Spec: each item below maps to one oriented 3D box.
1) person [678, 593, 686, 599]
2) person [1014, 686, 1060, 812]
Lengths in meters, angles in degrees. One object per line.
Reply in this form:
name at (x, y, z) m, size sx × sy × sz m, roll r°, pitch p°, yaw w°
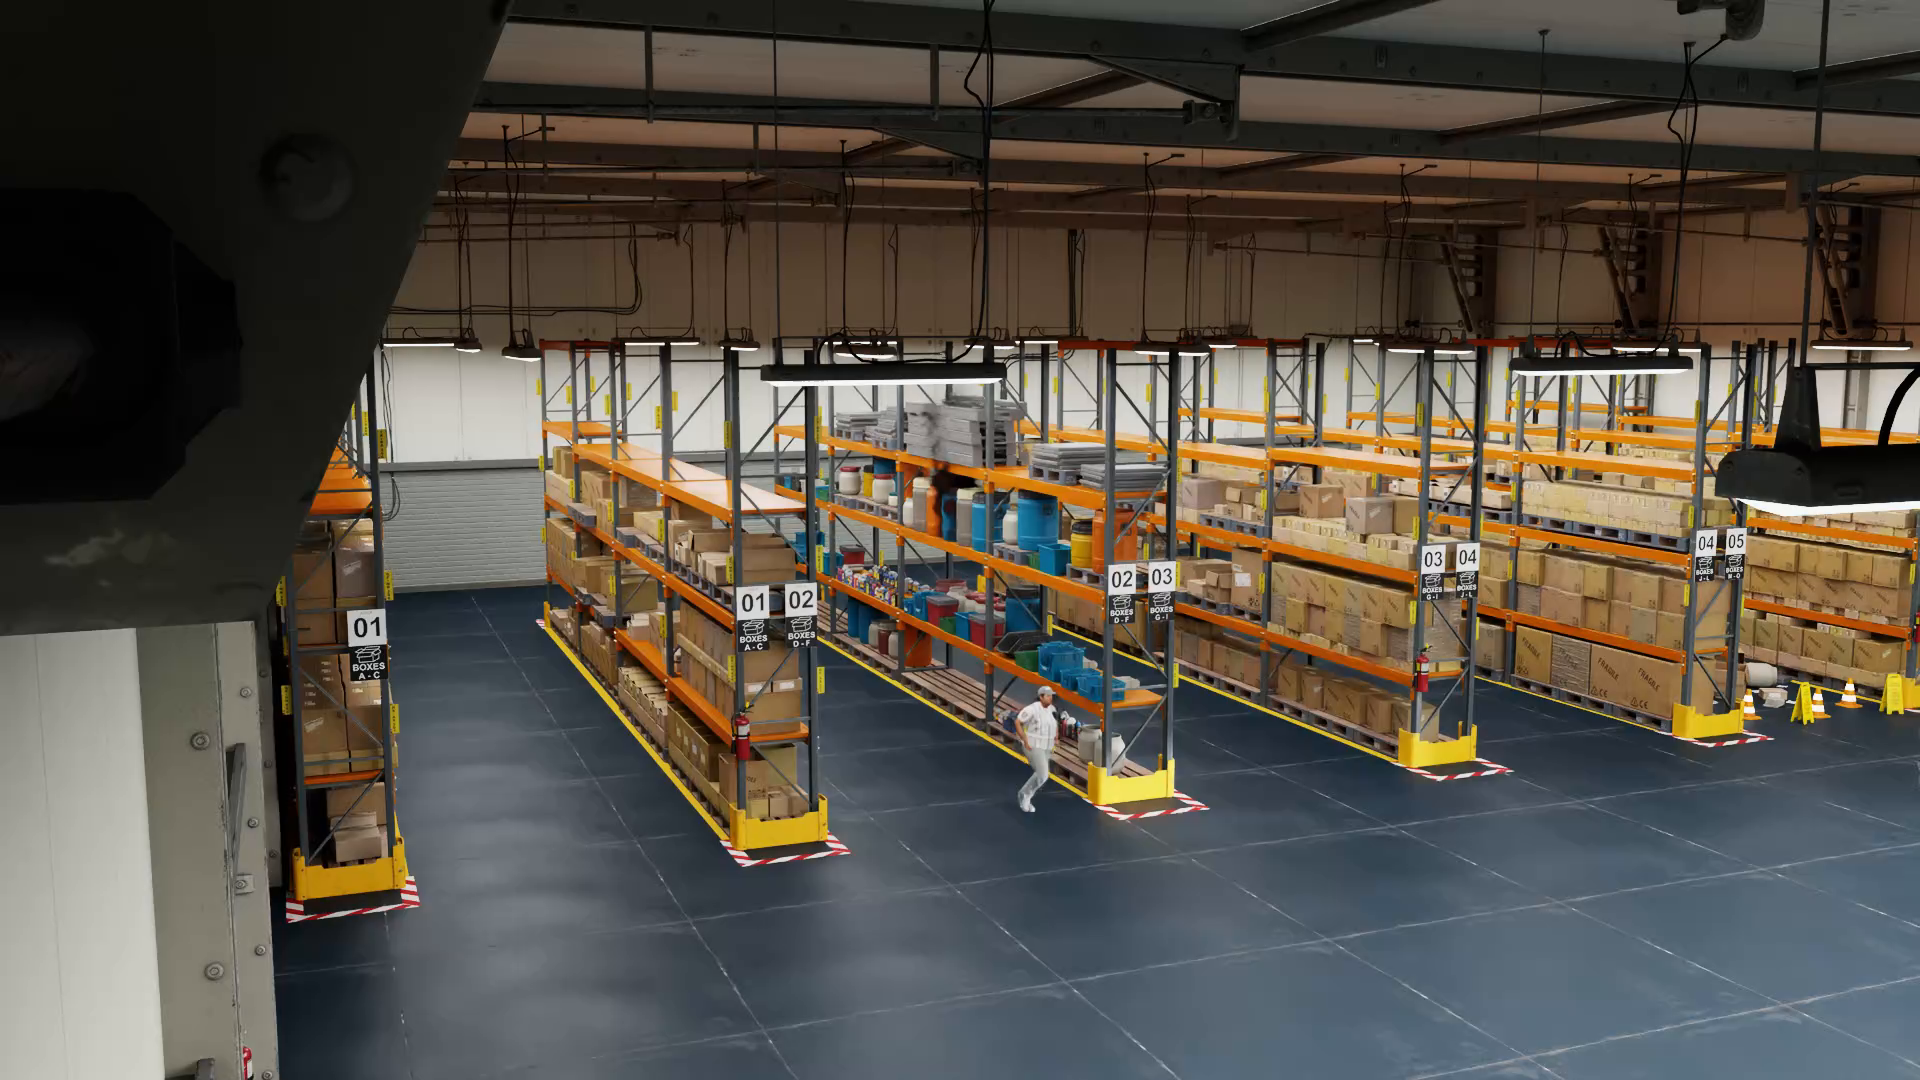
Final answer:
person at (-5.478, 1.160, 33.716) m, size 0.507 × 1.626 × 0.690 m, roll -5°, pitch 9°, yaw -33°
person at (1.054, 2.717, 21.687) m, size 0.642 × 1.625 × 0.549 m, roll -7°, pitch 10°, yaw -42°
